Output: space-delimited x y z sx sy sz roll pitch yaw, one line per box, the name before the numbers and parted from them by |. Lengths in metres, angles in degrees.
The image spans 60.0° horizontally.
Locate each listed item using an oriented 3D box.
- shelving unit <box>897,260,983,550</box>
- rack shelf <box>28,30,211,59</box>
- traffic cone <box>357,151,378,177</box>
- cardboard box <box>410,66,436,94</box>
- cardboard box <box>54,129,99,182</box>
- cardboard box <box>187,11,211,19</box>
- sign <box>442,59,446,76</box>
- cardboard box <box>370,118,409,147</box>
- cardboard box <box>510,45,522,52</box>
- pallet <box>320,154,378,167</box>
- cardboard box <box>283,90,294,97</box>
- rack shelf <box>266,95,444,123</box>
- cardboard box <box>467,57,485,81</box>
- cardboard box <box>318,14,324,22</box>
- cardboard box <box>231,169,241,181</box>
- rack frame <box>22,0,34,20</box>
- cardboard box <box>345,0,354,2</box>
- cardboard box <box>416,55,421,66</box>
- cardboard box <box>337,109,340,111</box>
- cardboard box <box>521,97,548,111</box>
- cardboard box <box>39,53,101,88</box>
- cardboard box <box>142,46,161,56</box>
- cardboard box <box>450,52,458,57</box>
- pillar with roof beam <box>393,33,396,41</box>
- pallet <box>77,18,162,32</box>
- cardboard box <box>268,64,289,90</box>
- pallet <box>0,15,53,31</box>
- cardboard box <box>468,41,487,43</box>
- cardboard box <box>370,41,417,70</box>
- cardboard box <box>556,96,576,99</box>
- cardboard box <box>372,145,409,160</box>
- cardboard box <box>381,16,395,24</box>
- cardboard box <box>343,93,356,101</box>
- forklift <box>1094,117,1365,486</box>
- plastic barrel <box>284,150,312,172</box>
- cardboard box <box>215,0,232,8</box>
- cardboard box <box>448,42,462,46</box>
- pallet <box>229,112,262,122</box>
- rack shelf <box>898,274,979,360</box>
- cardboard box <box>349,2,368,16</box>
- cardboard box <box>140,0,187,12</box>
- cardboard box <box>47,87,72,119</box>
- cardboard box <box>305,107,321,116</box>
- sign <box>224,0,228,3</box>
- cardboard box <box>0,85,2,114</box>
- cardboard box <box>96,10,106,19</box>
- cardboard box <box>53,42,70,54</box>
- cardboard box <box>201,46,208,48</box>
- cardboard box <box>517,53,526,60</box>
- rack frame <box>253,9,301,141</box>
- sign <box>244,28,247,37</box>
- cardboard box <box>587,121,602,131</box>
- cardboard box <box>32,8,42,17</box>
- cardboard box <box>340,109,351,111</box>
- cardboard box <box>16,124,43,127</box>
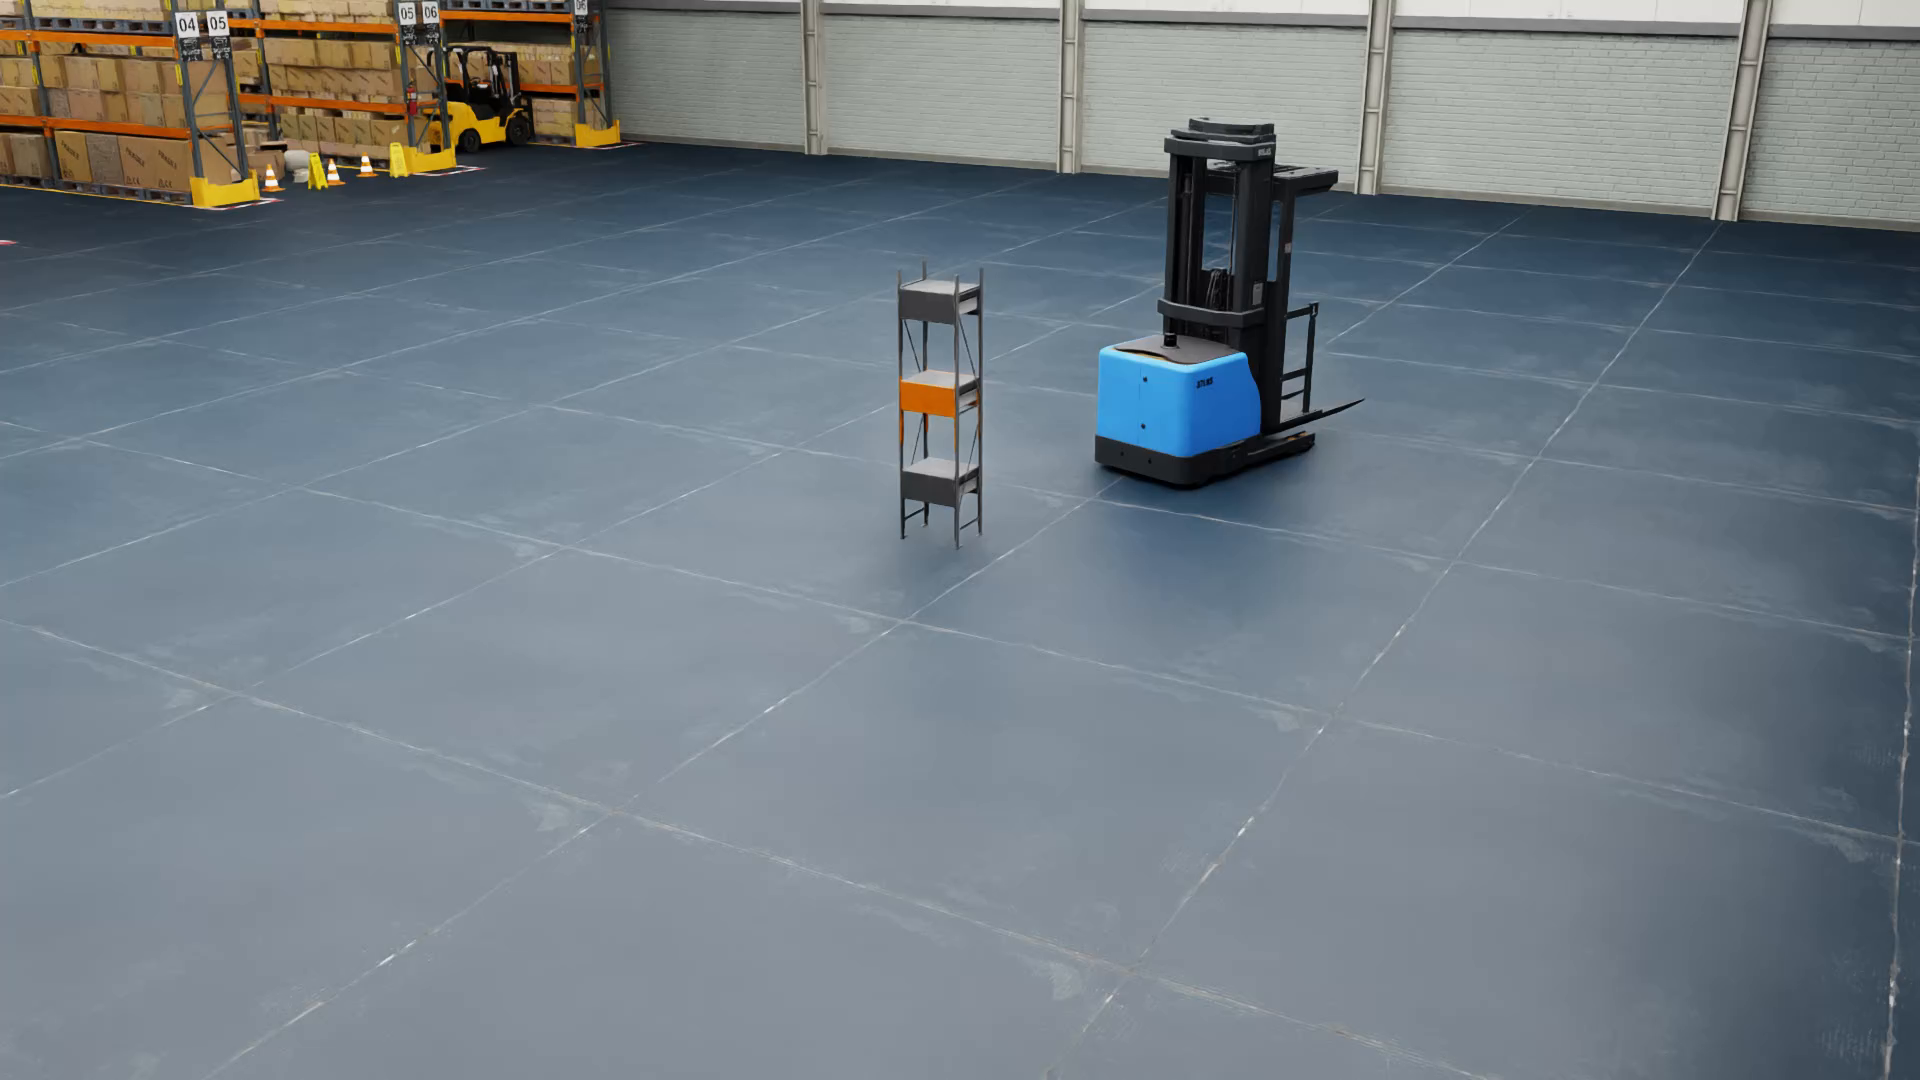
shelving unit | -0.145 -1.015 12.583 0.503 2.100 0.431 11 23 27
rack shelf | -14.638 -8.750 29.245 4.000 0.370 1.077 11 23 27
traffic cone | -11.571 -7.331 32.396 0.334 0.463 0.336 11 23 27
cardboard box | -10.845 -9.184 33.202 0.500 0.500 0.500 10 22 26
cardboard box | -15.869 -7.084 30.495 0.875 0.875 0.875 11 23 28
cardboard box | -13.035 -9.034 28.580 0.250 0.149 0.380 11 23 28
sign | -10.302 -9.405 33.123 0.005 0.325 0.100 11 23 27
cardboard box | -11.393 -8.149 33.248 0.500 0.500 0.500 11 23 28
cardboard box | -9.906 -11.056 37.412 0.250 0.149 0.380 11 23 28
pallet | -12.386 -7.887 34.297 1.213 0.211 1.003 11 23 27
cardboard box | -13.694 -9.209 34.221 0.250 0.149 0.380 12 23 29
rack shelf | -12.312 -8.830 33.865 4.000 0.370 1.077 11 23 27
cardboard box | -10.918 -10.793 38.075 0.500 0.500 0.500 11 23 28
cardboard box | -12.558 -10.411 33.137 0.250 0.149 0.380 11 23 28
cardboard box | -13.985 -6.988 31.740 0.258 0.266 0.396 16 25 36
rack frame | -16.384 -10.831 29.527 0.127 3.000 1.000 11 23 27
cardboard box | -11.850 -10.663 32.662 0.250 0.149 0.380 11 23 27
cardboard box | -12.647 -11.233 38.920 0.500 0.250 0.500 10 22 26
cardboard box | -15.607 -10.673 40.940 0.500 0.500 0.500 12 23 29
cardboard box | -9.597 -9.837 37.535 0.500 0.250 0.500 11 23 28
cardboard box | -16.079 -8.517 30.143 0.550 0.550 0.875 11 23 27
cardboard box | -17.271 -10.407 35.957 0.500 0.500 0.500 10 22 26
cardboard box | -11.491 -11.200 38.245 0.250 0.149 0.380 10 22 26
pillar with roof beam | -15.655 -13.235 36.154 0.400 9.000 9.100 11 23 27
pallet | -14.614 -9.037 29.110 1.213 0.211 1.003 11 23 27
cardboard box | -13.810 -9.532 34.161 0.500 0.500 0.500 11 23 27
pallet | -17.209 -9.469 30.451 1.217 0.209 0.805 10 22 25
cardboard box | -11.215 -11.508 38.658 0.250 0.149 0.380 11 23 27
cardboard box | -11.119 -9.513 32.642 0.500 0.500 0.700 10 22 26
cardboard box | -8.914 -9.907 37.729 0.500 0.250 0.500 11 23 27
cardboard box | -11.424 -7.799 33.383 0.500 0.250 0.500 11 23 27
cardboard box | -11.014 -10.104 32.291 0.250 0.149 0.380 11 23 28
cardboard box | -12.148 -8.908 33.393 0.250 0.149 0.380 11 22 27
forklift | 2.580 -2.249 14.766 3.031 2.935 1.130 -19 27 -41
plastic barrel | -13.108 -7.518 32.969 0.512 0.421 0.421 -7 21 -20
cardboard box | -15.078 -11.178 34.487 0.500 0.250 0.500 11 23 28
cardboard box | -11.507 -11.330 38.166 0.250 0.149 0.380 11 23 28
pallet | -17.897 -10.875 42.536 1.213 0.211 1.003 11 23 27
rack shelf | -0.145 -1.660 12.349 0.480 0.518 0.431 11 23 27
cardboard box | -11.577 -10.408 32.545 0.500 0.250 0.500 10 22 27
cardboard box | -13.456 -9.068 28.086 0.500 0.250 0.500 11 23 28
cardboard box | -16.056 -8.024 30.365 0.550 0.550 0.875 11 23 27
cardboard box | -13.146 -8.761 33.985 0.250 0.149 0.380 12 23 29
sign | -12.616 -9.368 28.495 0.005 0.325 0.100 11 23 27
cardboard box | -17.853 -8.233 31.016 0.500 0.500 0.500 11 23 28
cardboard box | -14.679 -9.090 28.733 0.250 0.149 0.380 11 23 28
cardboard box | -19.904 -11.029 37.259 0.500 0.500 0.500 10 22 26
cardboard box | -16.120 -10.392 35.915 0.500 0.500 0.500 9 22 24
cardboard box | -9.720 -10.847 37.270 0.250 0.149 0.380 11 23 28
rack frame | -14.058 -9.501 34.659 0.127 3.000 1.000 11 23 27
sign | -18.358 -13.020 42.662 0.005 0.325 0.100 11 23 27
cardboard box | -8.482 -9.359 37.684 0.500 0.250 0.500 11 23 28
cardboard box | -16.232 -9.385 29.547 0.250 0.149 0.380 10 22 26
cardboard box | -14.595 -10.618 40.604 0.625 0.625 0.875 12 23 29
cardboard box | -21.538 -9.961 39.068 0.875 0.438 0.875 10 22 27
